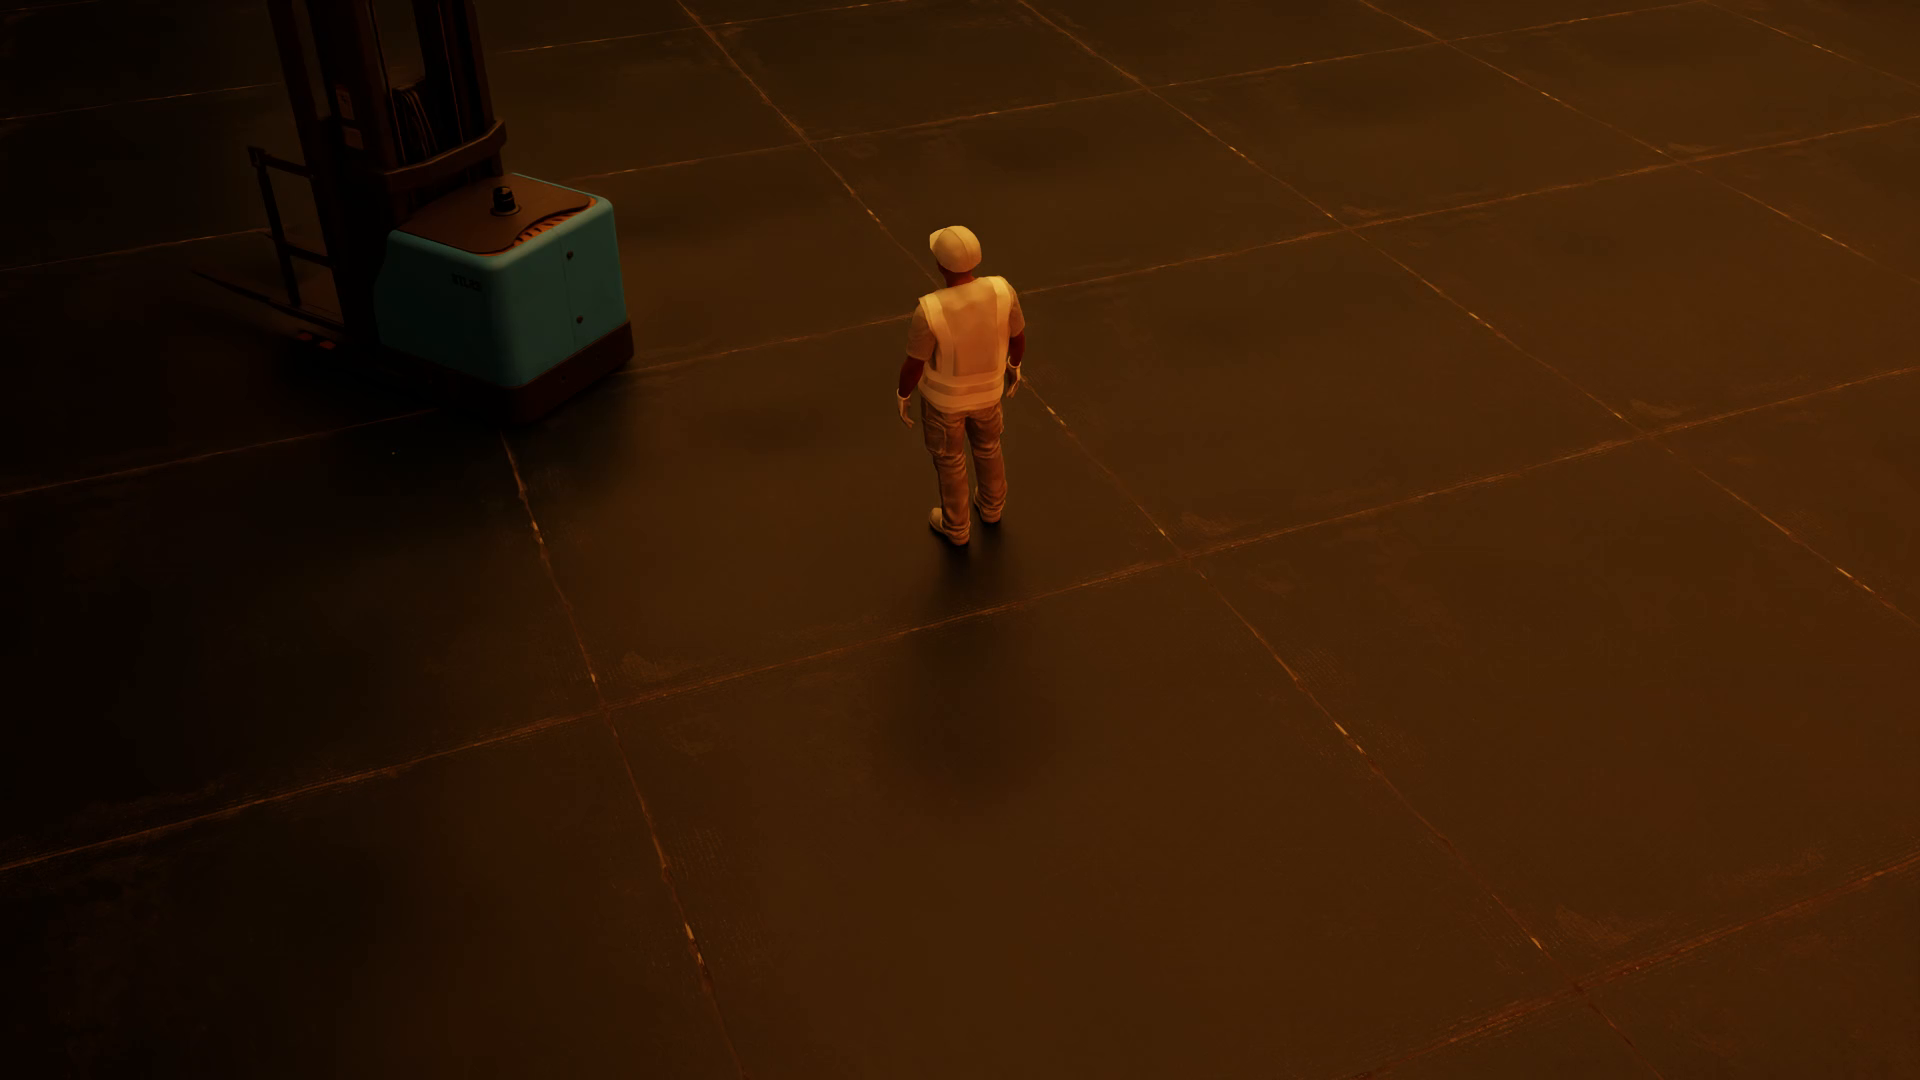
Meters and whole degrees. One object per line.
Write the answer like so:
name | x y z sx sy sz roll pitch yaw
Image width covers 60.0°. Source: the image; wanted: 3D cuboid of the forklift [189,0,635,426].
forklift | -3.503 -2.477 9.582 3.031 2.935 1.130 19 40 25

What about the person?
person | -0.020 -0.773 8.163 0.656 1.781 0.577 -14 38 -19
